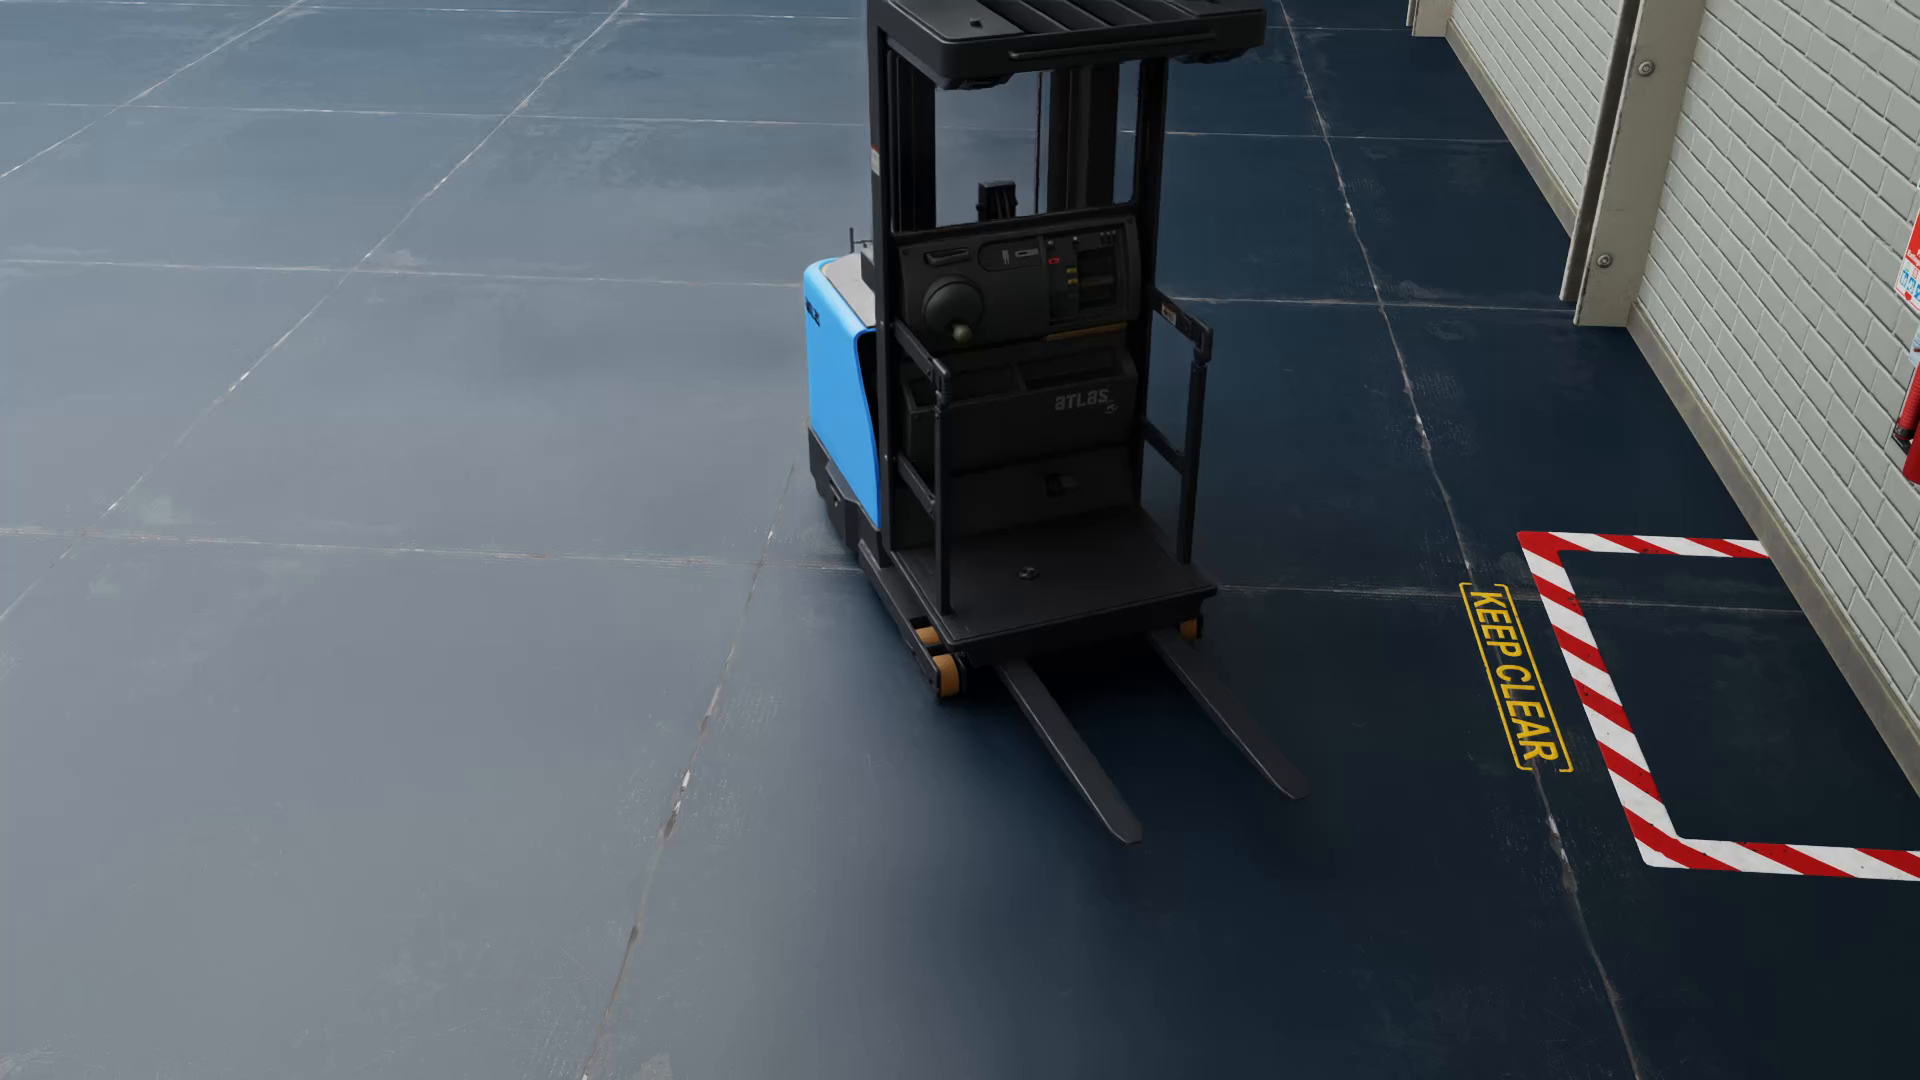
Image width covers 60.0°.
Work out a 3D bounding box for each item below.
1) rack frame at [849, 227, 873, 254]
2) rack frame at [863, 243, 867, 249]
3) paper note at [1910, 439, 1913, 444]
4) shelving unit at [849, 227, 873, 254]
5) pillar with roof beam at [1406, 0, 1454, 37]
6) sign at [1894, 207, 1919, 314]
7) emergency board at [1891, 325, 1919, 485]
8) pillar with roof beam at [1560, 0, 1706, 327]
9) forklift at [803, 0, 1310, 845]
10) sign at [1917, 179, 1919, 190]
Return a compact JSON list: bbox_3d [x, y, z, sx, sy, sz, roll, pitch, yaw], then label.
[{"bbox_3d":[-0.398,-0.972,7.827,0.200,1.050,0.008,-9,29,-15],"label":"rack frame"},{"bbox_3d":[-0.324,-0.862,7.622,0.200,1.050,0.008,-9,29,-15],"label":"rack frame"},{"bbox_3d":[3.399,-0.427,5.923,0.016,0.148,0.142,2,32,4],"label":"paper note"},{"bbox_3d":[-0.361,-0.917,7.724,0.215,1.050,0.252,-9,29,-15],"label":"shelving unit"},{"bbox_3d":[-0.238,-8.434,12.359,9.100,9.000,0.400,2,32,4],"label":"pillar with roof beam"},{"bbox_3d":[3.463,-1.012,6.000,0.001,0.329,0.234,2,32,4],"label":"sign"},{"bbox_3d":[3.315,-0.712,5.547,0.194,1.169,0.643,2,32,4],"label":"emergency board"},{"bbox_3d":[-0.726,-5.297,7.268,9.100,9.000,0.400,2,32,4],"label":"pillar with roof beam"},{"bbox_3d":[0.305,-0.899,5.915,1.130,2.935,3.031,-11,33,-17],"label":"forklift"},{"bbox_3d":[3.454,-1.236,5.857,0.001,0.109,0.331,2,32,4],"label":"sign"}]
